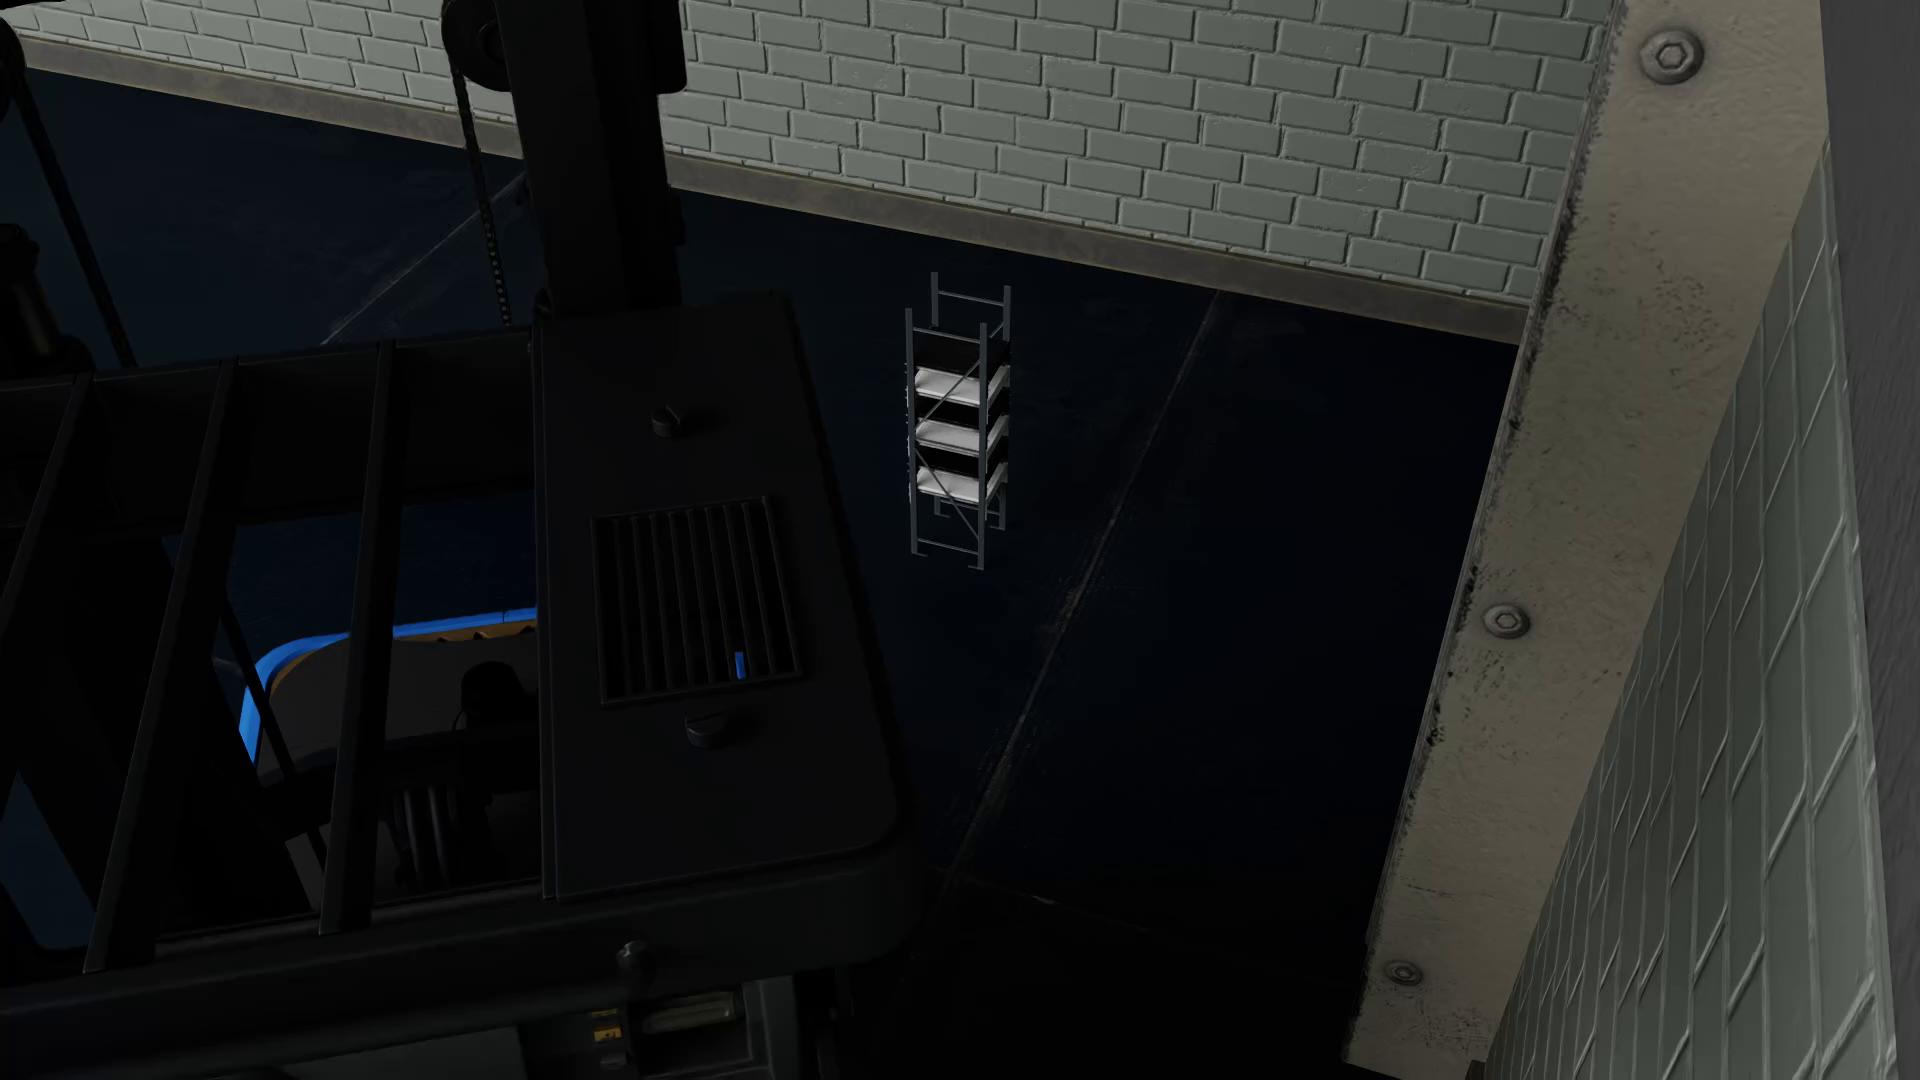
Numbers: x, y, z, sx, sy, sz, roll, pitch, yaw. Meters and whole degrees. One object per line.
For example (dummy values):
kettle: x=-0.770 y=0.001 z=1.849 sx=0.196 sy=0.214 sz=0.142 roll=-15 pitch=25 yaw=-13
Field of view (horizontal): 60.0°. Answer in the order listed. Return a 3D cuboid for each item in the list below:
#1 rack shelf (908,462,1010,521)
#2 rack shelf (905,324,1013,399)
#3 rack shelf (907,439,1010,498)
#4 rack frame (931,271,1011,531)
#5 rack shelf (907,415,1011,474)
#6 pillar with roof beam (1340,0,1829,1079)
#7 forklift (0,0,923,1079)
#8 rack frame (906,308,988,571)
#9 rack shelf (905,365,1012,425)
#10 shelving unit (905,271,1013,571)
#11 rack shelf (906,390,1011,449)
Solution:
rack shelf: x=-0.003 y=-0.175 z=5.091 sx=0.258 sy=0.077 sz=0.200 roll=13 pitch=42 yaw=15
rack shelf: x=-0.003 y=-0.517 z=4.799 sx=0.258 sy=0.077 sz=0.200 roll=13 pitch=42 yaw=15
rack shelf: x=-0.003 y=-0.244 z=5.032 sx=0.258 sy=0.077 sz=0.200 roll=13 pitch=42 yaw=15
rack frame: x=0.032 y=-0.399 z=5.025 sx=0.240 sy=0.900 sz=0.006 roll=13 pitch=42 yaw=15
rack shelf: x=-0.003 y=-0.312 z=4.974 sx=0.258 sy=0.077 sz=0.200 roll=13 pitch=42 yaw=15
pillar with roof beam: x=-2.956 y=-3.264 z=2.143 sx=9.100 sy=9.000 sz=0.400 roll=13 pitch=42 yaw=15
forklift: x=-0.644 y=0.779 z=2.078 sx=1.130 sy=2.935 sz=3.031 roll=-8 pitch=41 yaw=-9
rack frame: x=-0.038 y=-0.275 z=4.879 sx=0.240 sy=0.900 sz=0.006 roll=13 pitch=42 yaw=15
rack shelf: x=-0.003 y=-0.449 z=4.857 sx=0.258 sy=0.077 sz=0.200 roll=13 pitch=42 yaw=15
shelving unit: x=-0.003 y=-0.337 z=4.952 sx=0.258 sy=0.900 sz=0.210 roll=13 pitch=42 yaw=15
rack shelf: x=-0.003 y=-0.381 z=4.915 sx=0.258 sy=0.077 sz=0.200 roll=13 pitch=42 yaw=15
